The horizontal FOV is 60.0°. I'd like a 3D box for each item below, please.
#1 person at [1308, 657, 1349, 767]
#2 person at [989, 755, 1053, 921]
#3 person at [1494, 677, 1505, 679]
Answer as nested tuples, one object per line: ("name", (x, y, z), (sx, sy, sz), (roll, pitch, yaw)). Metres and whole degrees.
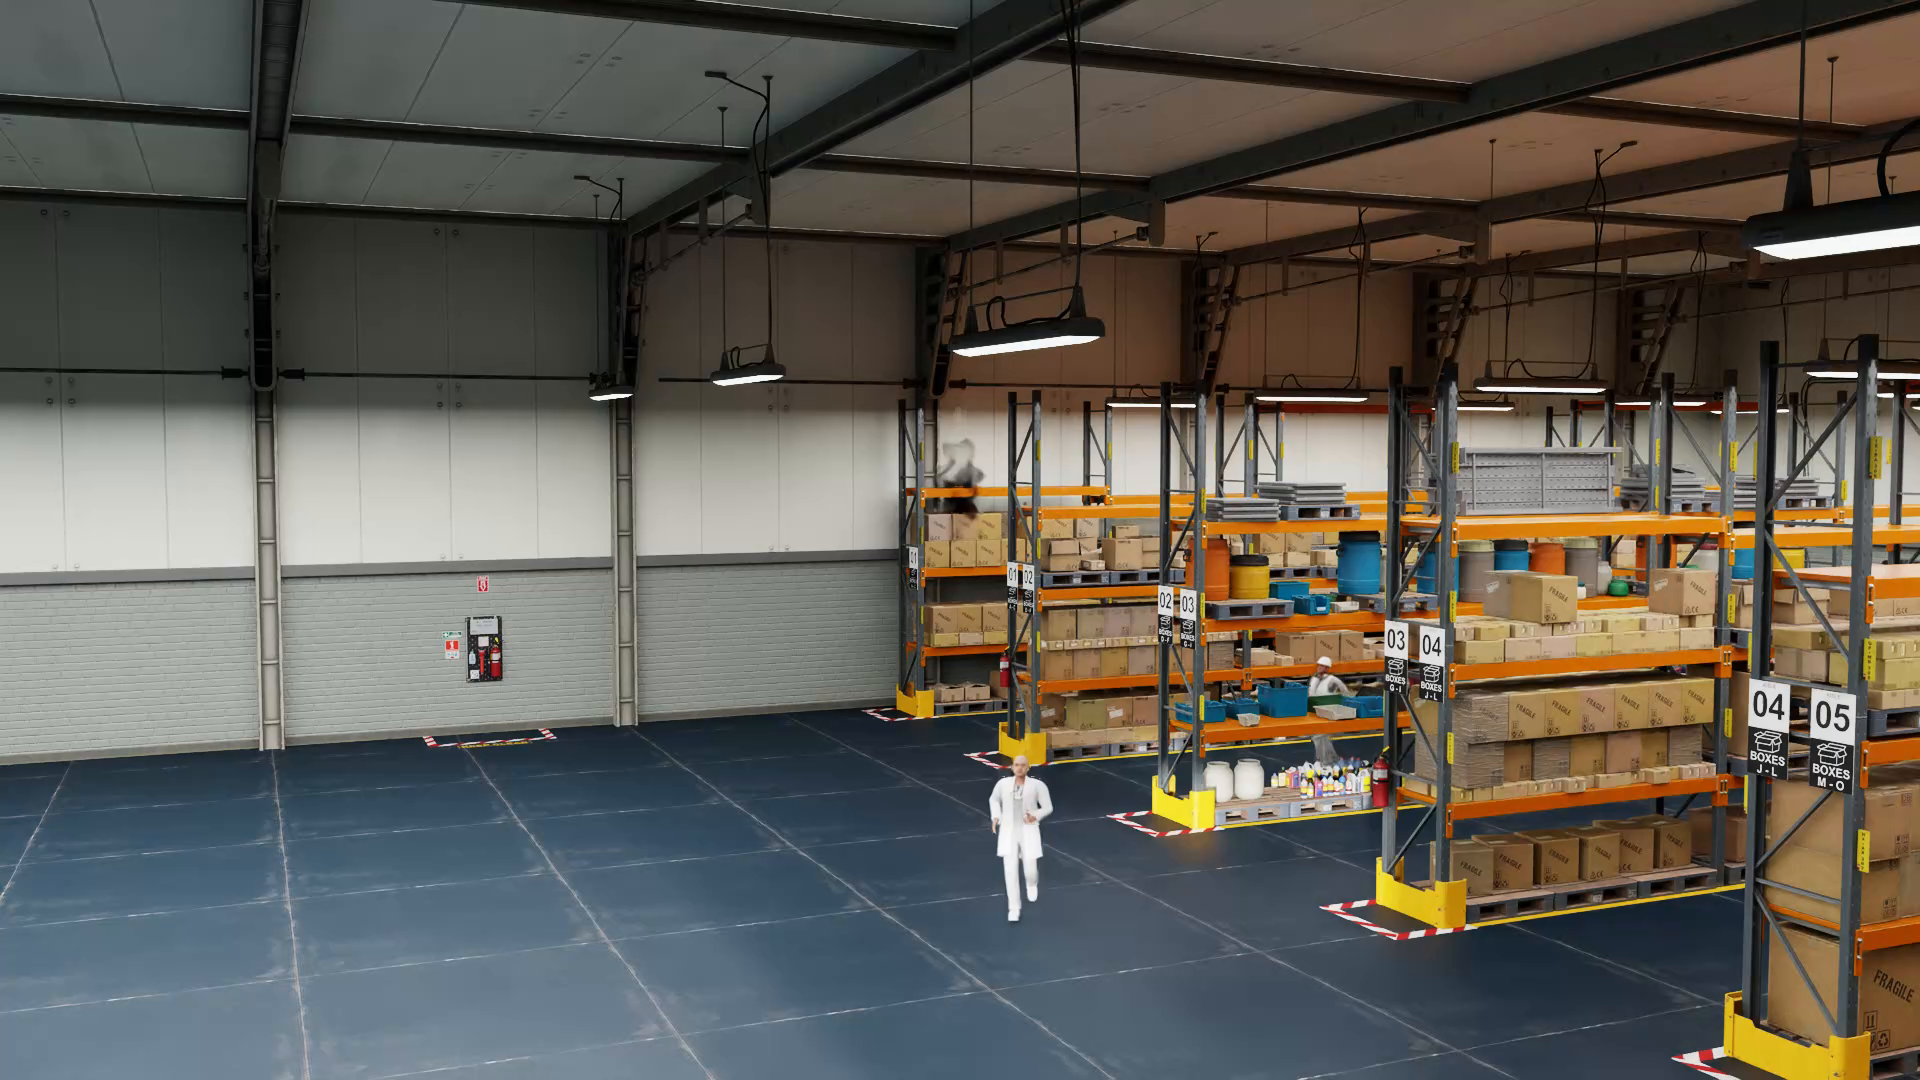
("person", (5.702, 2.746, 26.164), (0.734, 1.825, 0.635), (-2, 4, -31))
("person", (0.652, 3.223, 18.203), (0.720, 1.745, 0.896), (1, 3, 10))
("person", (8.750, 2.769, 27.019), (0.706, 1.635, 0.520), (-1, 4, -22))
